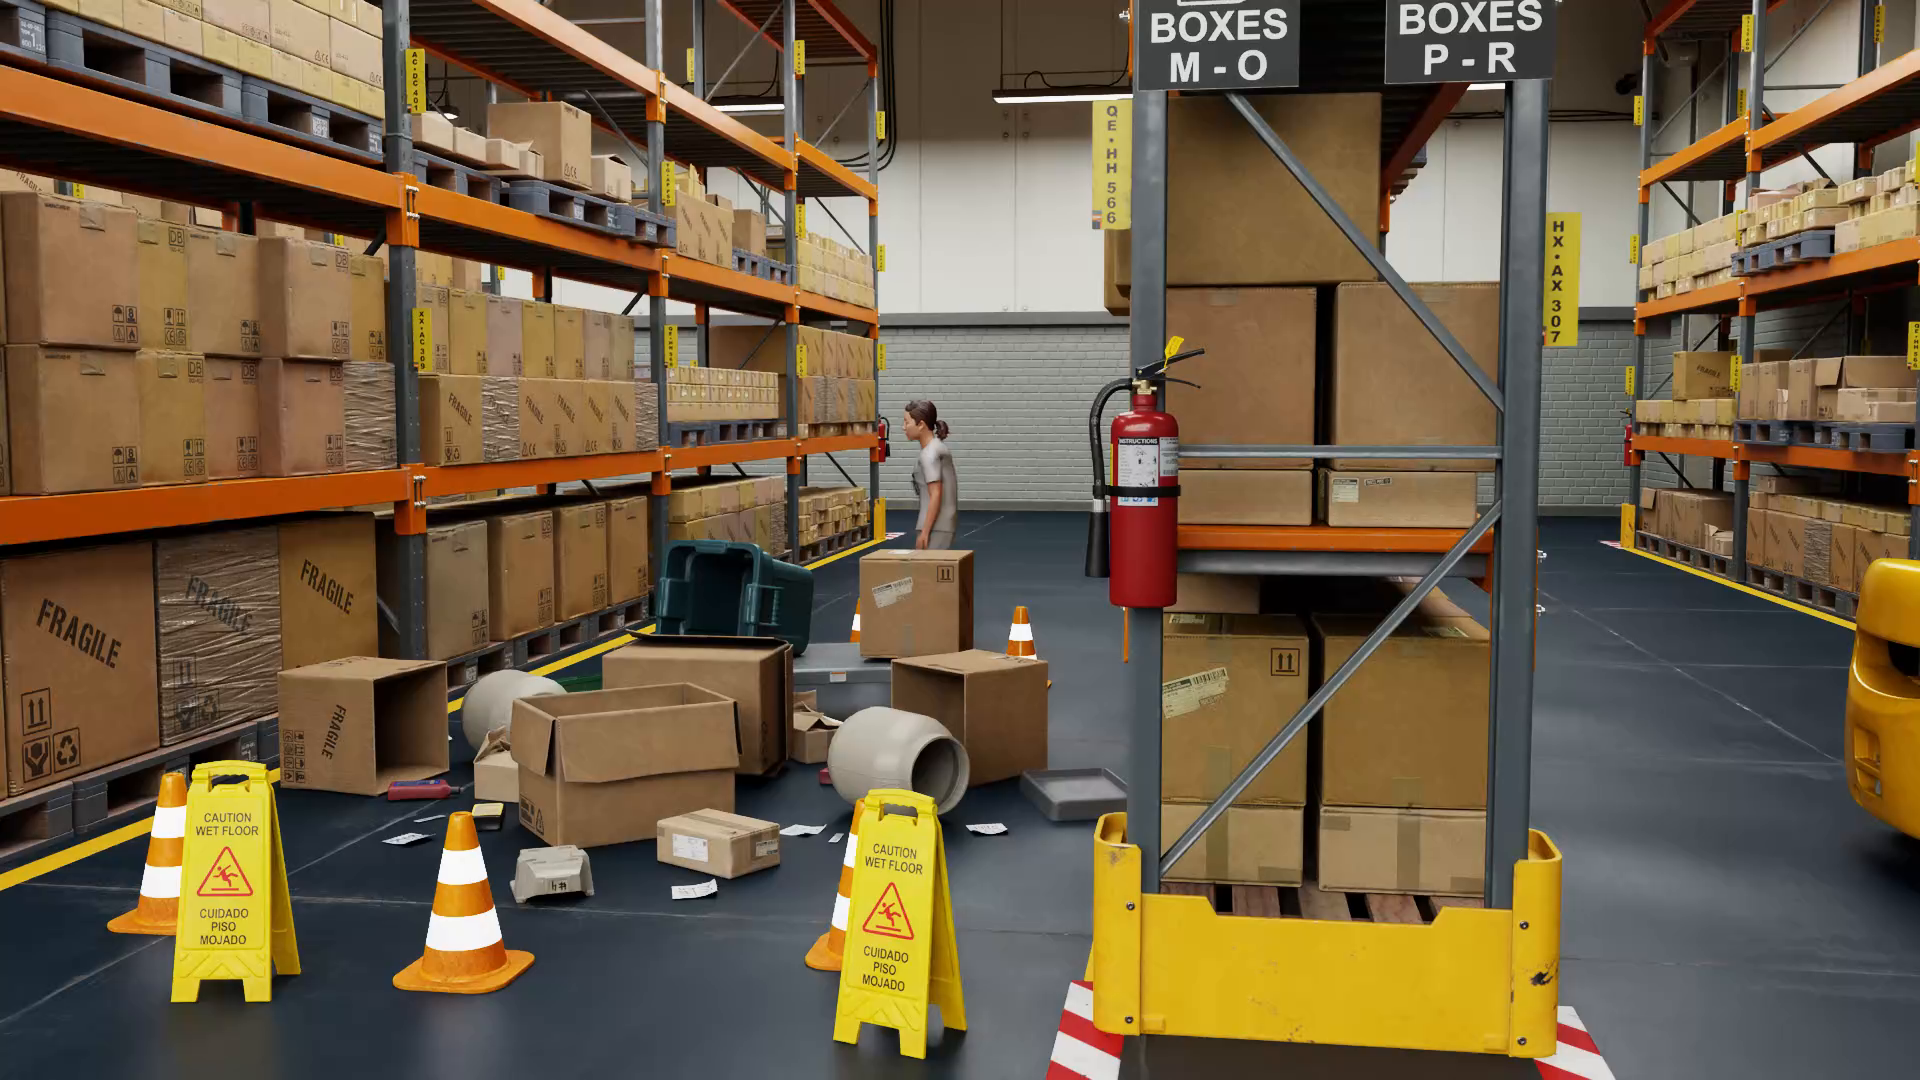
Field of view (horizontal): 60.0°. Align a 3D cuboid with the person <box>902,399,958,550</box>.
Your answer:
[{"bbox_3d":[-0.192,-0.039,10.350,0.359,1.673,0.485,0,5,0],"label":"person"}]
